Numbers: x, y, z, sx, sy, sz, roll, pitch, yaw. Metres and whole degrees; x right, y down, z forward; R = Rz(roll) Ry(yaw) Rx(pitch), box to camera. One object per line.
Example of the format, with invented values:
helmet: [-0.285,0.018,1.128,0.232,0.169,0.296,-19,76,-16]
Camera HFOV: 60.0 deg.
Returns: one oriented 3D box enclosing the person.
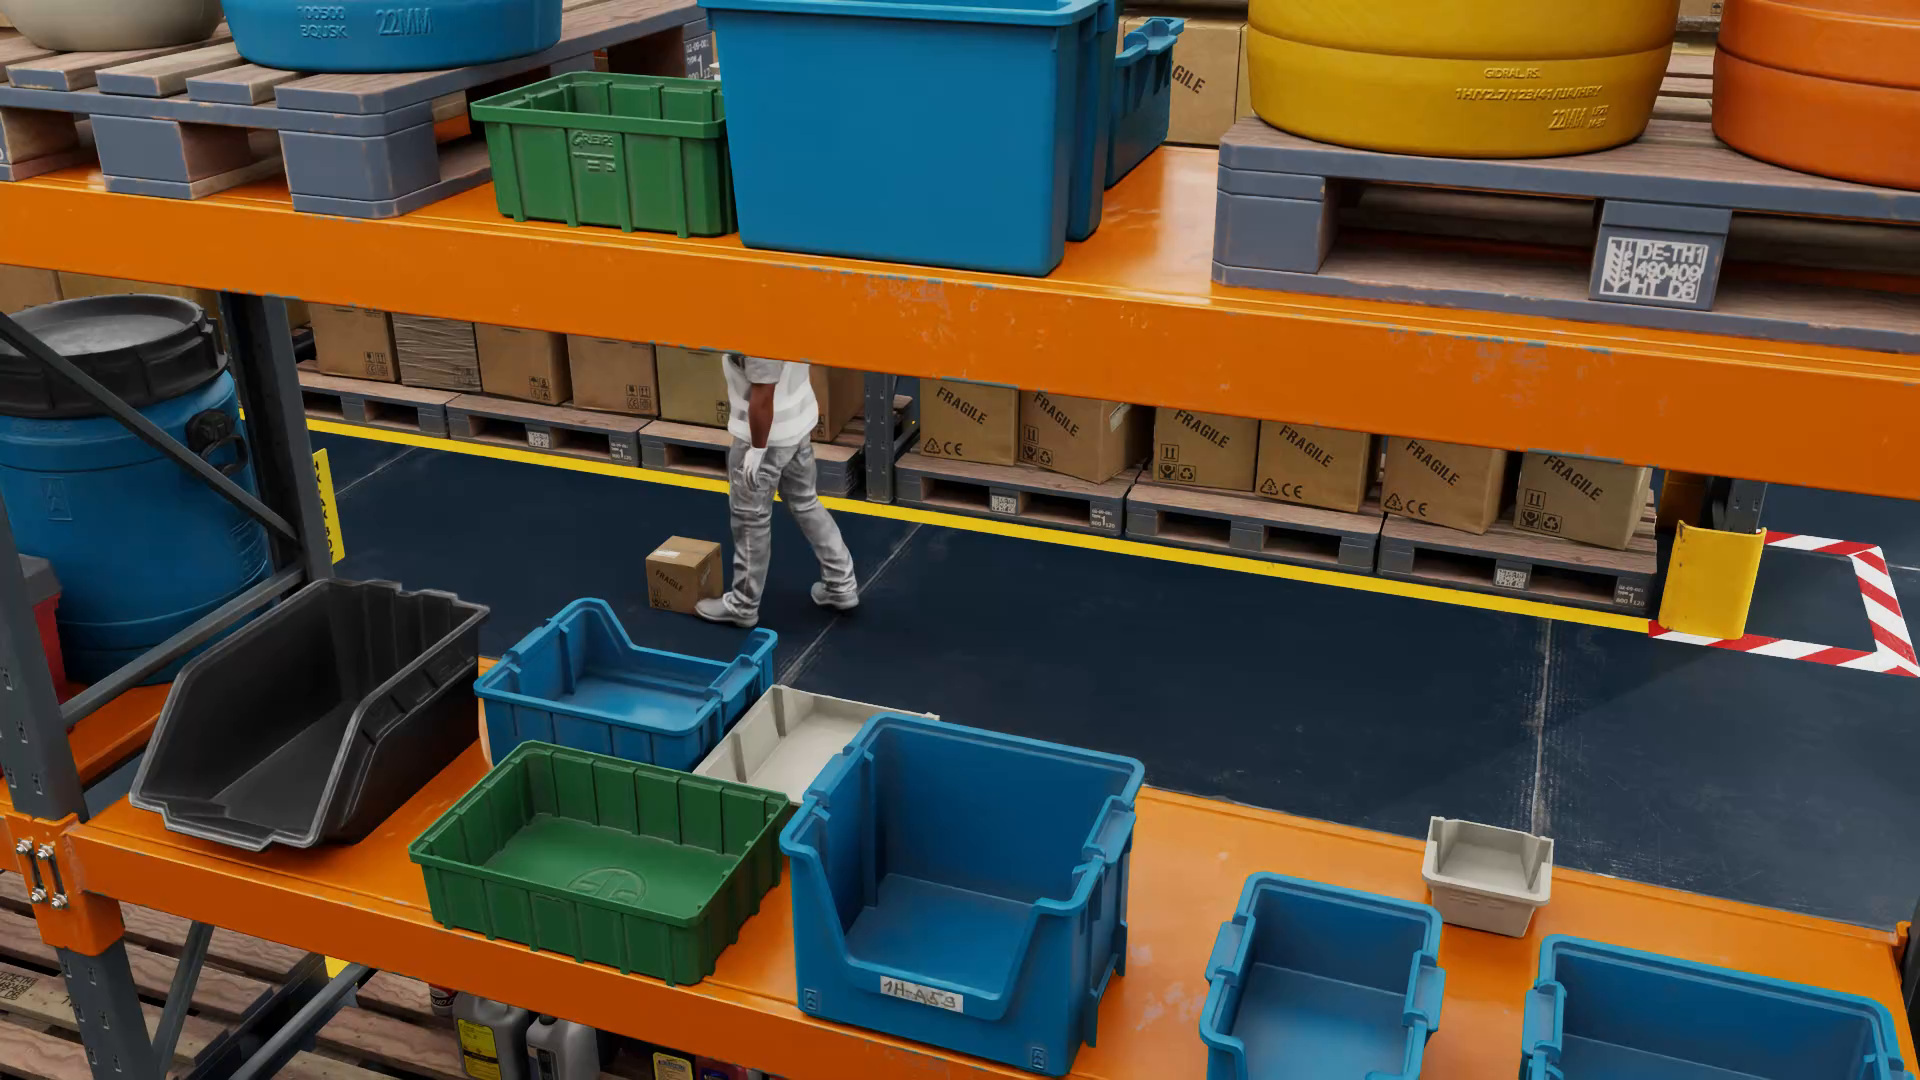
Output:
person: [-0.820,-0.464,7.048,0.709,1.783,0.582,9,27,18]
